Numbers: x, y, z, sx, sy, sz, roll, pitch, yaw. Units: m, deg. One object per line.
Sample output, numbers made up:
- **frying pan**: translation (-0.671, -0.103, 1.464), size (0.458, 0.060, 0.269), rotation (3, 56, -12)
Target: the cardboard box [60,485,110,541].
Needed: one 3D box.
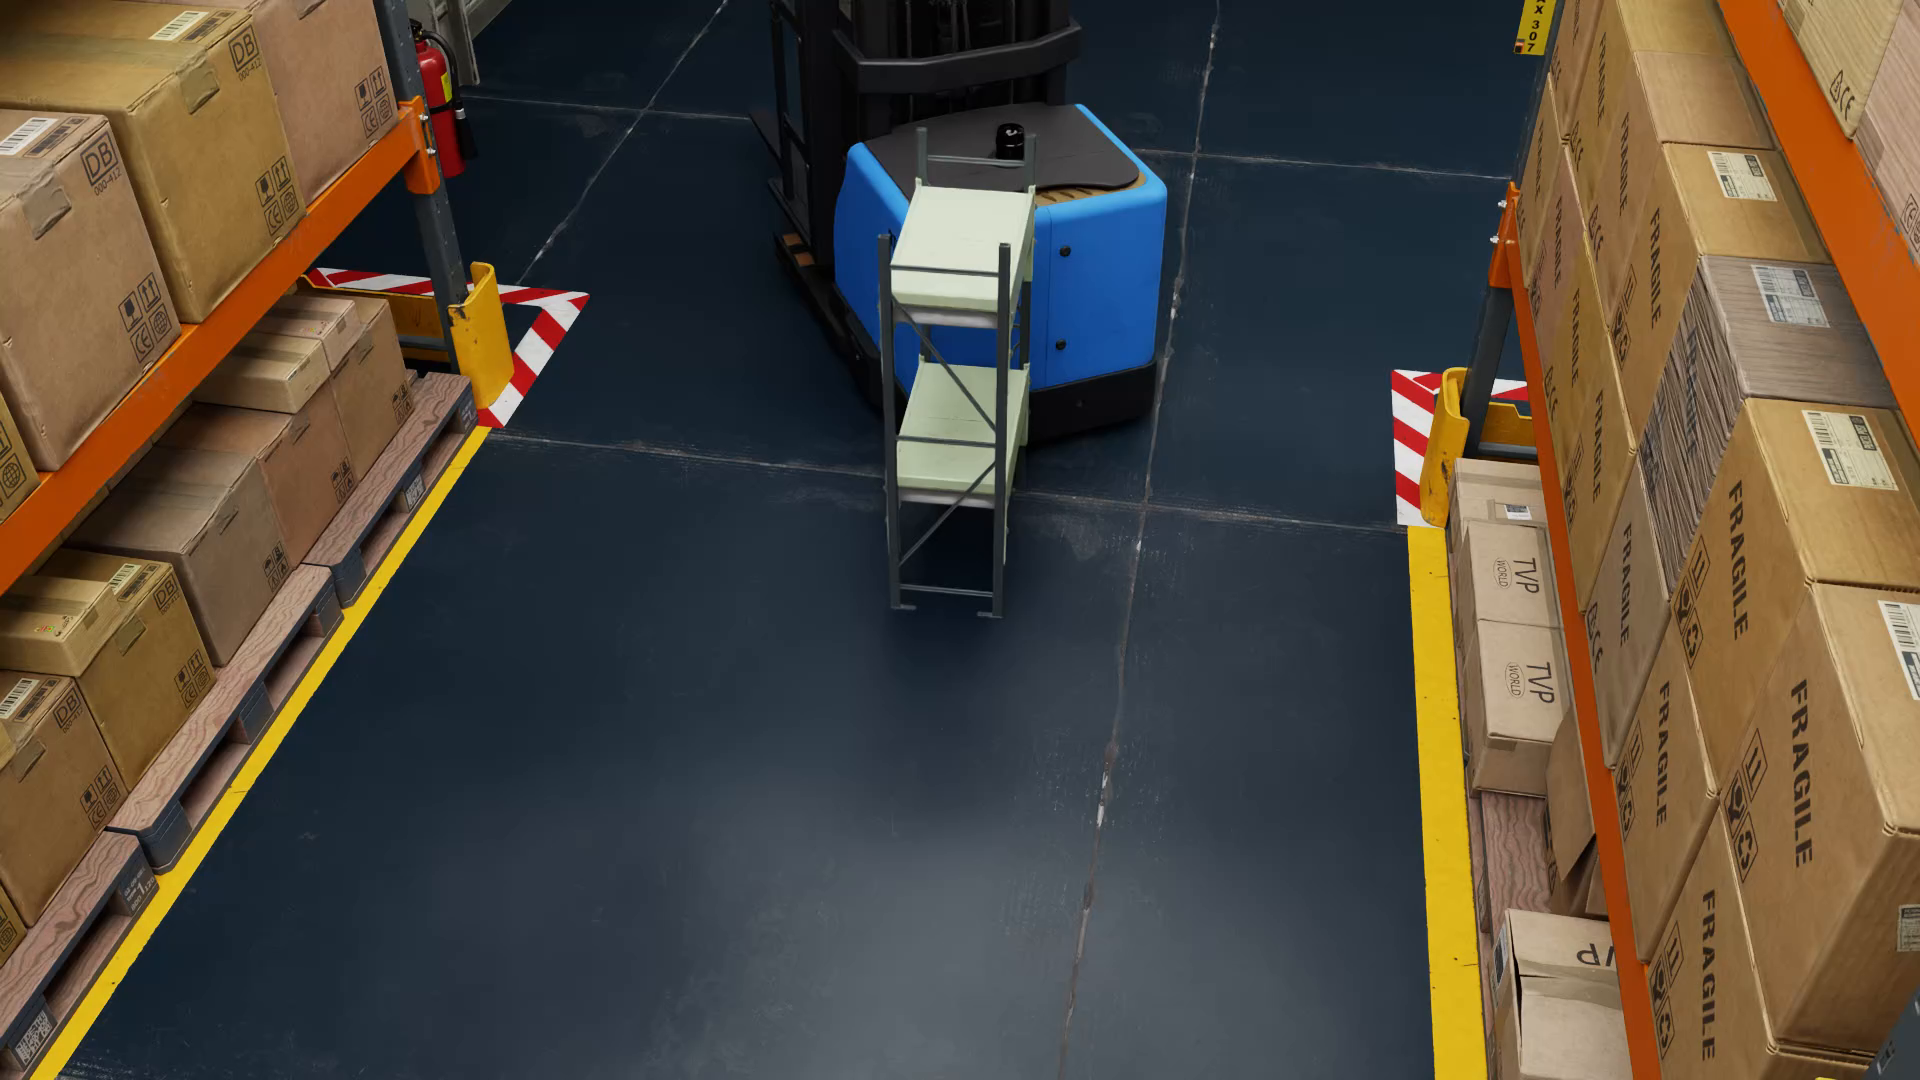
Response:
- **cardboard box**: translation (-2.921, -0.148, 5.198), size (0.380, 0.149, 0.250), rotation (7, 40, 8)

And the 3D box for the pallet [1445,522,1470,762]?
- **pallet**: translation (2.224, 0.321, 5.696), size (1.003, 0.211, 1.213), rotation (6, 40, 8)

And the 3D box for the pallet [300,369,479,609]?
- **pallet**: translation (-2.567, -0.260, 6.399), size (1.003, 0.211, 1.213), rotation (6, 40, 8)

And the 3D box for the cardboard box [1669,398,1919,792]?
- **cardboard box**: translation (1.600, 0.117, 2.891), size (0.500, 0.500, 0.500), rotation (6, 40, 7)

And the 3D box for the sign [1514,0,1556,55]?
- **sign**: translation (1.840, -1.695, 5.267), size (0.100, 0.325, 0.005), rotation (6, 40, 8)

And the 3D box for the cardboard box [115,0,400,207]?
- **cardboard box**: translation (-2.584, -1.640, 5.644), size (0.980, 0.700, 0.700), rotation (8, 40, 10)

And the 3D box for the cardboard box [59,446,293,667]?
- **cardboard box**: translation (-2.701, 0.036, 5.484), size (0.700, 0.500, 0.500), rotation (5, 40, 6)

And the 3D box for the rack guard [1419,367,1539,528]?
- **rack guard**: translation (2.361, -0.291, 6.209), size (1.175, 0.500, 0.348), rotation (6, 40, 8)

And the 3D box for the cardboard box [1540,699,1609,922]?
- **cardboard box**: translation (2.002, 0.822, 4.516), size (0.797, 0.503, 0.637), rotation (6, 40, 8)

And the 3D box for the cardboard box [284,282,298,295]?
- **cardboard box**: translation (-2.703, -0.944, 6.161), size (0.380, 0.149, 0.250), rotation (7, 40, 8)

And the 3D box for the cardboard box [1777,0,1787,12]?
- **cardboard box**: translation (1.770, -1.165, 3.068), size (0.500, 0.250, 0.500), rotation (6, 40, 8)

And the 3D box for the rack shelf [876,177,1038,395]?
- **rack shelf**: translation (0.003, -0.851, 5.490), size (0.431, 0.370, 0.720), rotation (5, 40, 6)

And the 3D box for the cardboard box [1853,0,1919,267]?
- **cardboard box**: translation (1.601, -0.537, 2.309), size (0.500, 0.250, 0.500), rotation (6, 40, 8)

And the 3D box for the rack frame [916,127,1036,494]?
- **rack frame**: translation (0.053, -0.781, 6.018), size (0.400, 1.500, 0.023), rotation (5, 40, 6)

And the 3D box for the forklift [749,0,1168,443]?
- **forklift**: translation (-0.221, -2.372, 6.818), size (1.130, 2.935, 3.031), rotation (-14, 42, -16)

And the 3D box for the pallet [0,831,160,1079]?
- **pallet**: translation (-2.989, 1.271, 4.547), size (1.003, 0.211, 1.213), rotation (6, 40, 8)

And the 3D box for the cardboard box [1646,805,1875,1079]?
- **cardboard box**: translation (1.516, 0.828, 2.816), size (0.500, 0.500, 0.500), rotation (7, 40, 8)

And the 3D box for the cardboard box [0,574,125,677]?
- **cardboard box**: translation (-2.638, 0.236, 4.734), size (0.380, 0.149, 0.250), rotation (5, 40, 6)

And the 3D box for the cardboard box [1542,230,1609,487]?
- **cardboard box**: translation (1.864, -0.452, 4.364), size (0.500, 0.500, 0.500), rotation (6, 40, 8)

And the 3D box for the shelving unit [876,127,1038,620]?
- **shelving unit**: translation (0.003, -0.550, 5.739), size (0.431, 1.500, 0.755), rotation (5, 40, 6)

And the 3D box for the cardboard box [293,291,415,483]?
- **cardboard box**: translation (-2.528, -0.594, 6.246), size (0.700, 0.500, 0.500), rotation (6, 40, 8)

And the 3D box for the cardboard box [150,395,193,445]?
- **cardboard box**: translation (-2.834, -0.469, 5.586), size (0.380, 0.149, 0.250), rotation (7, 40, 8)

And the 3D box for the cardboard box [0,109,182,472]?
- **cardboard box**: translation (-2.840, -0.705, 4.513), size (0.980, 0.700, 0.700), rotation (5, 40, 6)

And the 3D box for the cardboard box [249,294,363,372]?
- **cardboard box**: translation (-2.371, -0.743, 5.918), size (0.380, 0.149, 0.250), rotation (6, 40, 7)

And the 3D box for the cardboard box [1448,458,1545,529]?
- **cardboard box**: translation (1.963, -0.148, 5.967), size (0.380, 0.149, 0.250), rotation (6, 40, 8)

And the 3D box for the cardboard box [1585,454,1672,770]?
- **cardboard box**: translation (1.690, 0.182, 3.598), size (0.500, 0.500, 0.500), rotation (7, 40, 9)

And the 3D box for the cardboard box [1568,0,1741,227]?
- **cardboard box**: translation (1.955, -1.147, 4.420), size (0.500, 0.500, 0.500), rotation (7, 40, 8)

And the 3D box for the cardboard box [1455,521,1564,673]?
- **cardboard box**: translation (1.914, 0.212, 5.452), size (0.500, 0.250, 0.500), rotation (6, 40, 8)

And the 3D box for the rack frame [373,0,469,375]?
- **rack frame**: translation (-2.505, -1.846, 6.128), size (1.000, 3.000, 0.127), rotation (6, 40, 8)

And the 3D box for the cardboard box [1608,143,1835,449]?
- **cardboard box**: translation (1.776, -0.515, 3.656), size (0.500, 0.500, 0.500), rotation (6, 40, 7)

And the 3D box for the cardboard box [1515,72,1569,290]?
- **cardboard box**: translation (2.038, -1.091, 5.137), size (0.500, 0.500, 0.500), rotation (7, 40, 9)

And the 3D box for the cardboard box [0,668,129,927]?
- **cardboard box**: translation (-2.877, 0.693, 4.689), size (0.700, 0.500, 0.500), rotation (6, 40, 7)

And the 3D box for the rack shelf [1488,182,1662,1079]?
- **rack shelf**: translation (2.028, 0.231, 4.181), size (1.077, 0.370, 4.000), rotation (6, 40, 8)
